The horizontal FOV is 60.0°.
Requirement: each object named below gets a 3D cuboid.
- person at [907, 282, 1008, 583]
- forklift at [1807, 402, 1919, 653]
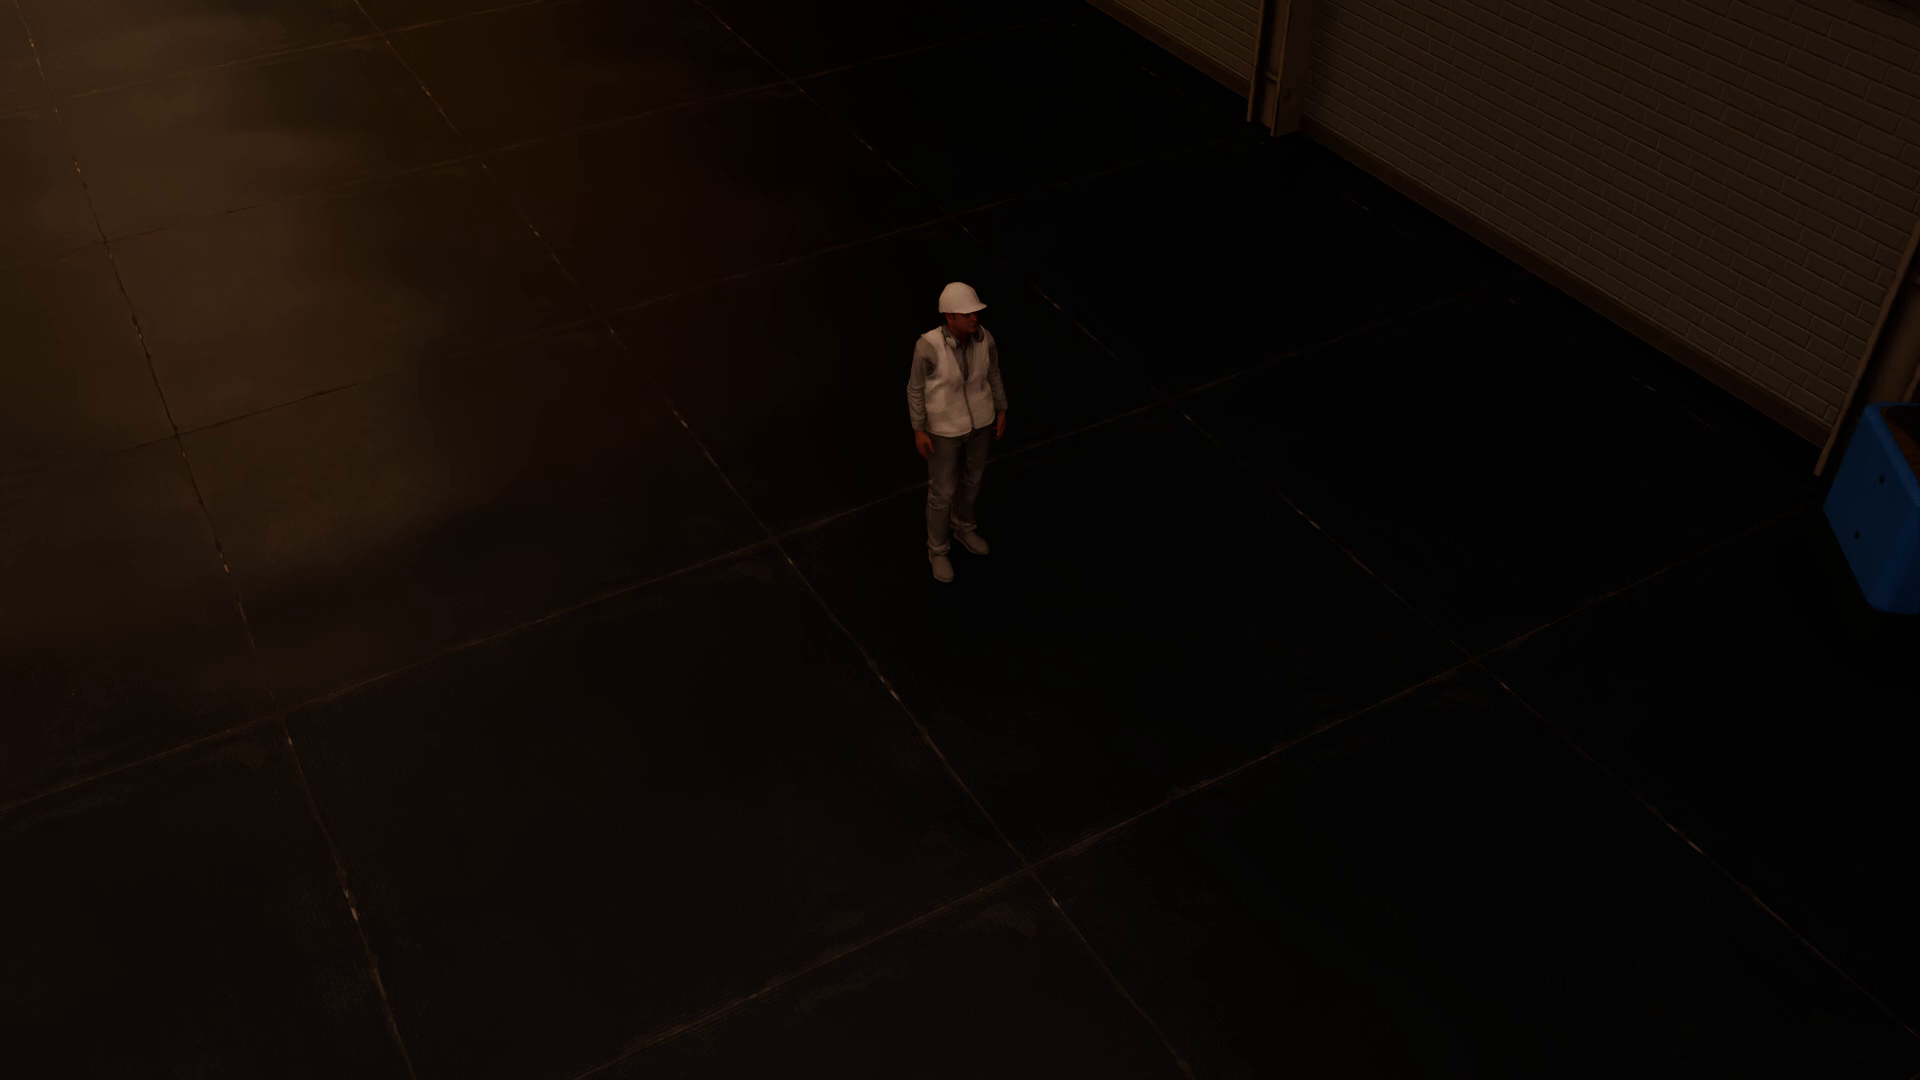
[{"bbox_3d":[0.024,-0.652,9.717,0.632,1.773,0.568,-20,44,-23],"label":"person"},{"bbox_3d":[6.674,-0.709,8.891,3.031,2.935,1.130,4,40,5],"label":"forklift"}]
